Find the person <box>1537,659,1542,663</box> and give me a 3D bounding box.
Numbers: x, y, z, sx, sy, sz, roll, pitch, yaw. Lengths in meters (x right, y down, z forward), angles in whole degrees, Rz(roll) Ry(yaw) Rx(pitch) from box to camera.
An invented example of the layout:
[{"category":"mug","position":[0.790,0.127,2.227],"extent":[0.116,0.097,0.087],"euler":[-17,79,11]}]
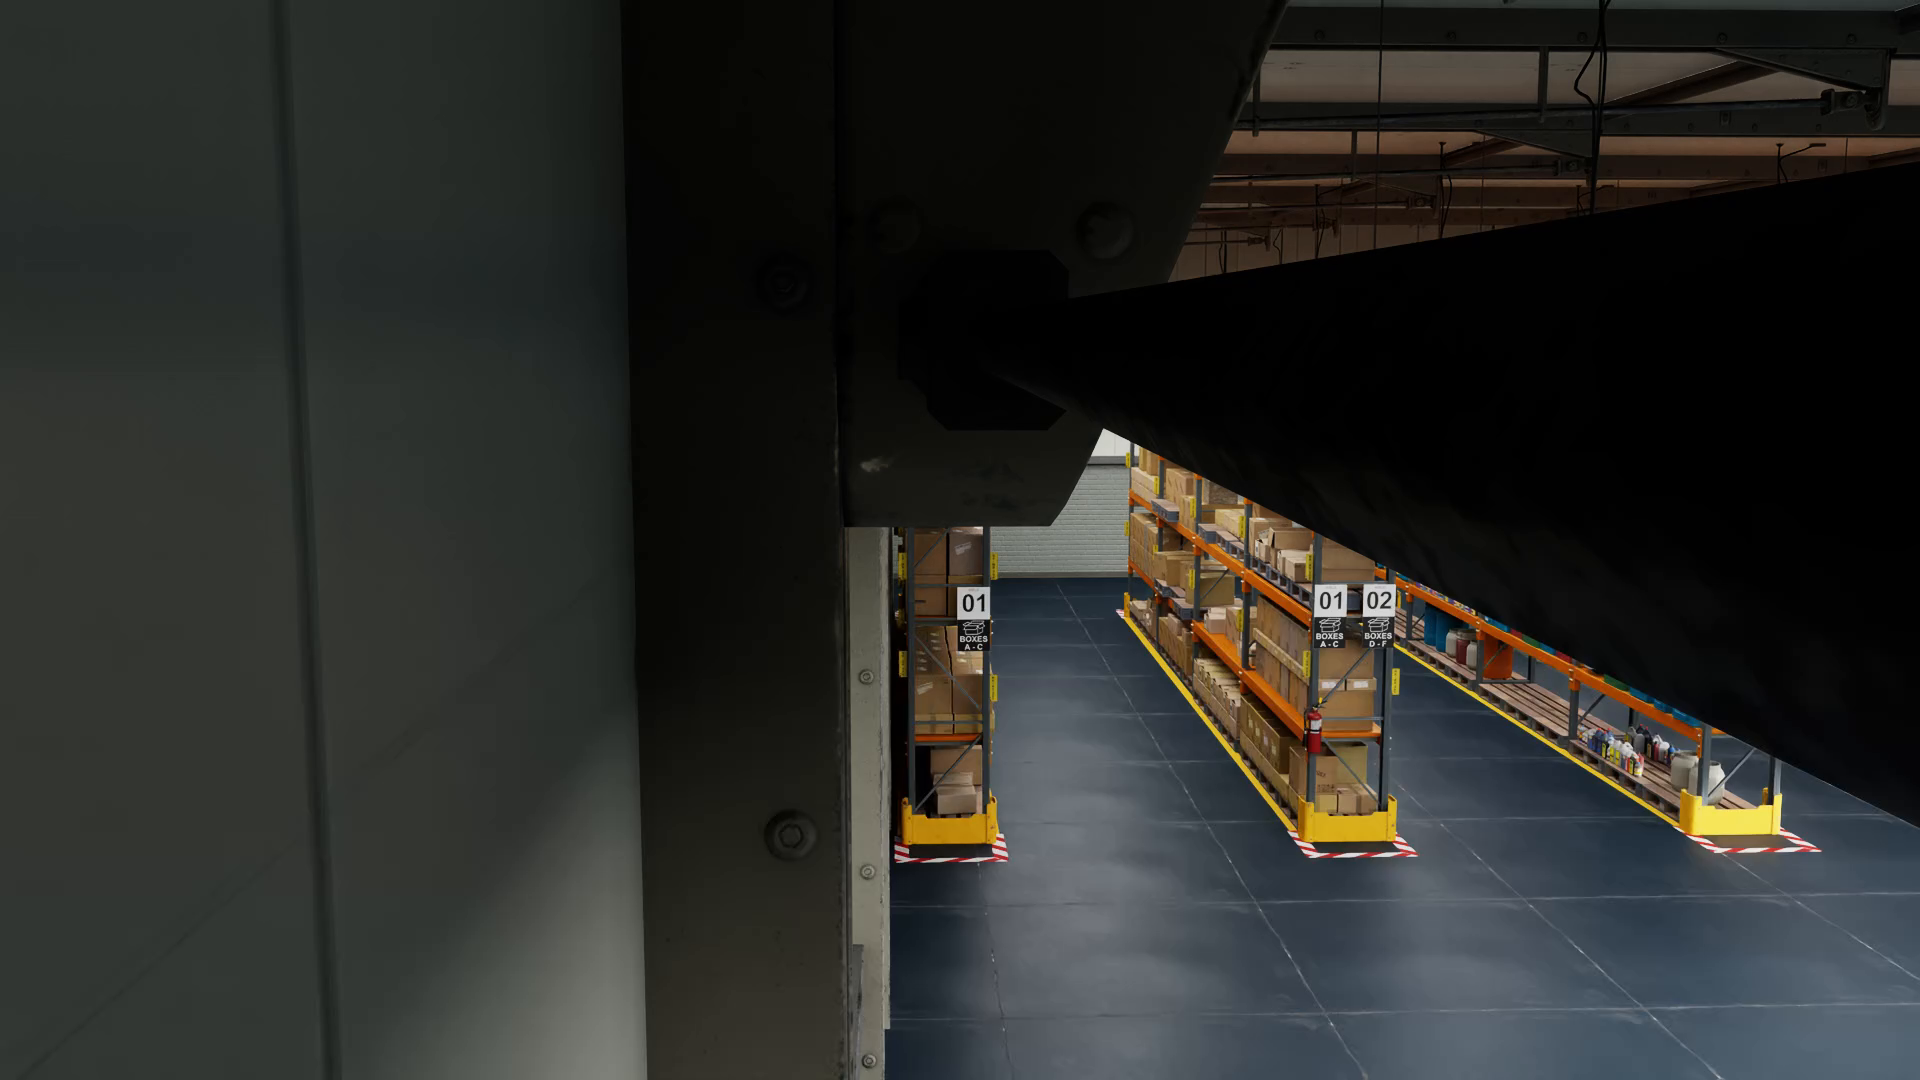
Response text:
[{"category":"person","position":[11.014,1.486,30.985],"extent":[0.662,1.745,1.019],"euler":[0,7,0]}]
